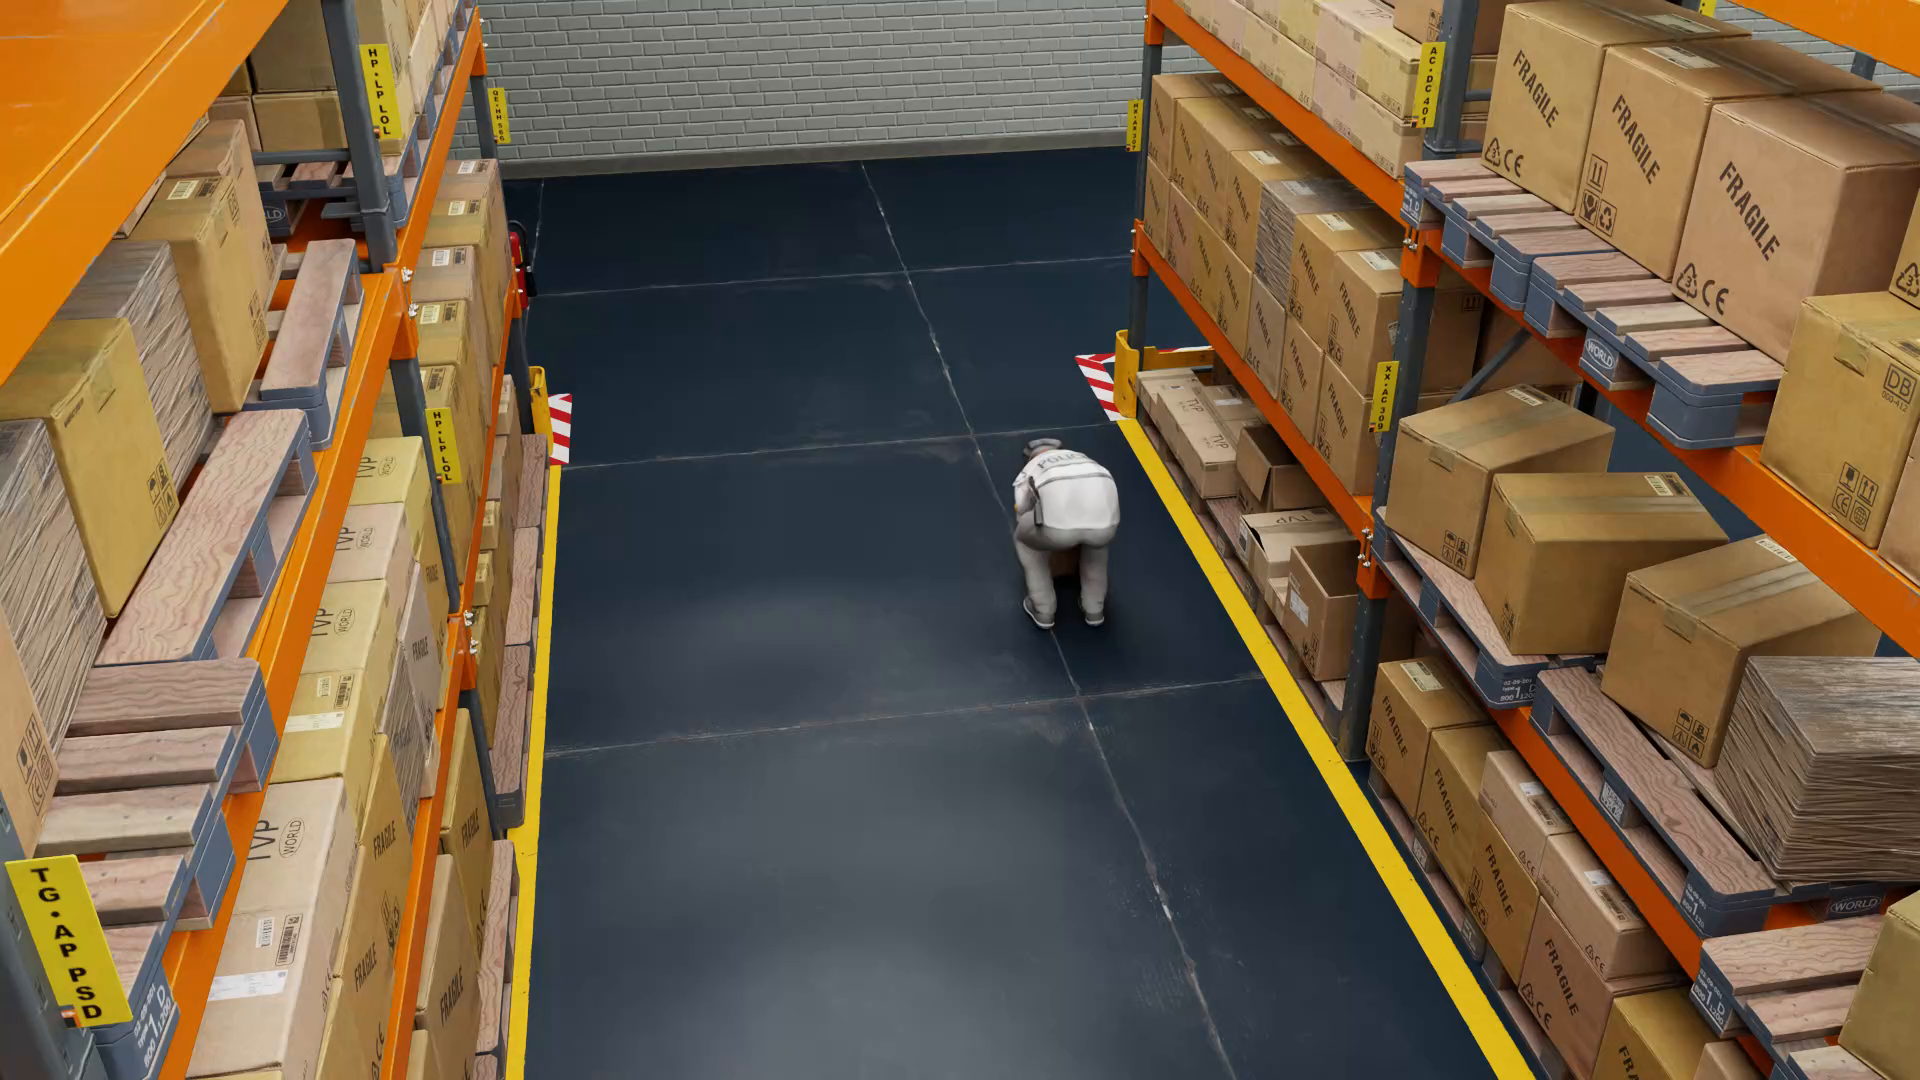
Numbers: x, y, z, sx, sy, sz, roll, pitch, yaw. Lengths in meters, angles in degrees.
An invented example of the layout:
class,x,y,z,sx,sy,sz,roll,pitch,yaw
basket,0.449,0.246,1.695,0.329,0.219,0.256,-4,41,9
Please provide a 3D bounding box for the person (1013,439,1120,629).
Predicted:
class,x,y,z,sx,sy,sz,roll,pitch,yaw
person,0.552,-0.085,9.077,0.542,0.939,1.023,-5,31,-8
